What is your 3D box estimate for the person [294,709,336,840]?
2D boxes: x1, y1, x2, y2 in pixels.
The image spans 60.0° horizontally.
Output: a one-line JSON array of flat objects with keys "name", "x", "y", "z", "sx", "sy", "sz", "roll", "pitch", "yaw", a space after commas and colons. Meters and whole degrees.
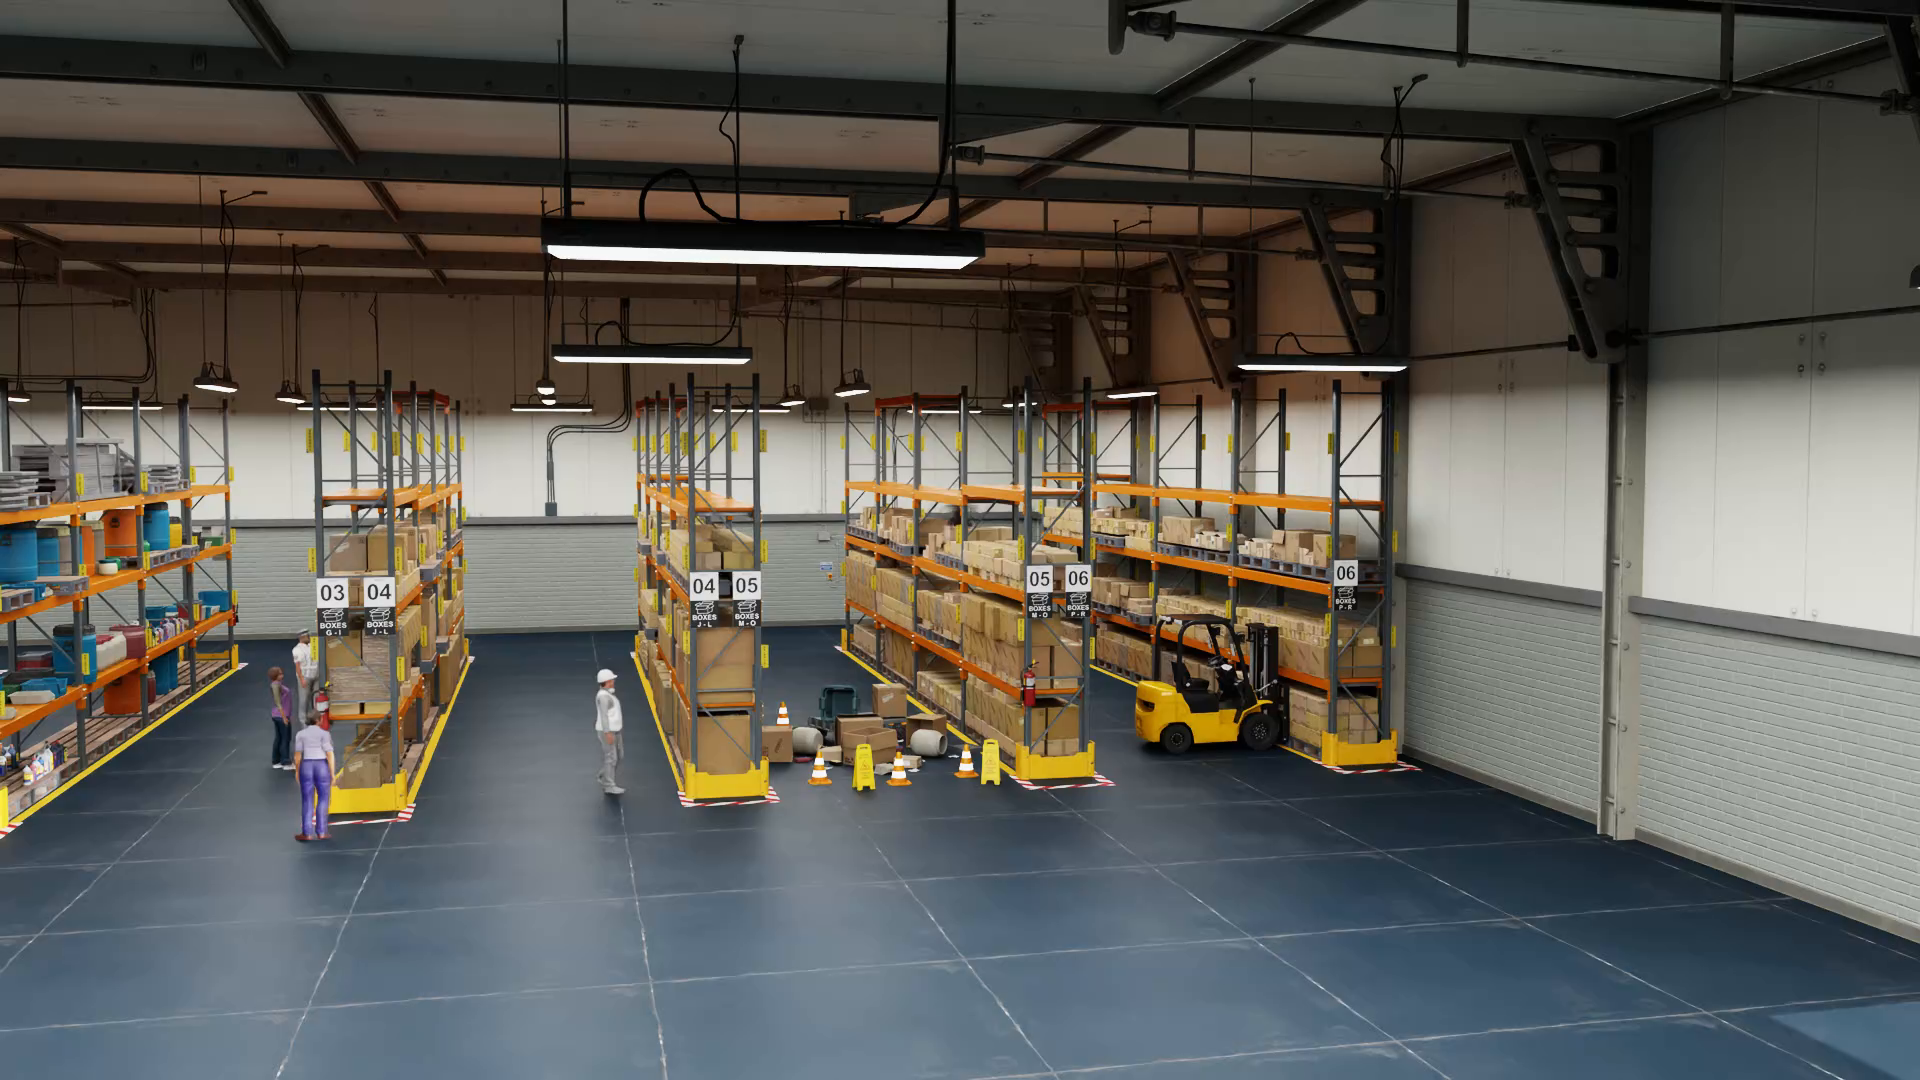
[{"name": "person", "x": -8.164, "y": 2.971, "z": 21.039, "sx": 0.530, "sy": 1.671, "sz": 0.382, "roll": 0, "pitch": 3, "yaw": -1}]

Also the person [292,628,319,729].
[{"name": "person", "x": -11.483, "y": 2.447, "z": 29.418, "sx": 0.489, "sy": 1.798, "sz": 0.592, "roll": 2, "pitch": 4, "yaw": 31}]

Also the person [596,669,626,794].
[{"name": "person", "x": -5.043, "y": 2.745, "z": 23.945, "sx": 0.497, "sy": 1.785, "sz": 0.606, "roll": 0, "pitch": 3, "yaw": 3}]

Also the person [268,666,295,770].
[{"name": "person", "x": -10.368, "y": 2.726, "z": 25.499, "sx": 0.388, "sy": 1.583, "sz": 0.485, "roll": -2, "pitch": 4, "yaw": -34}]
